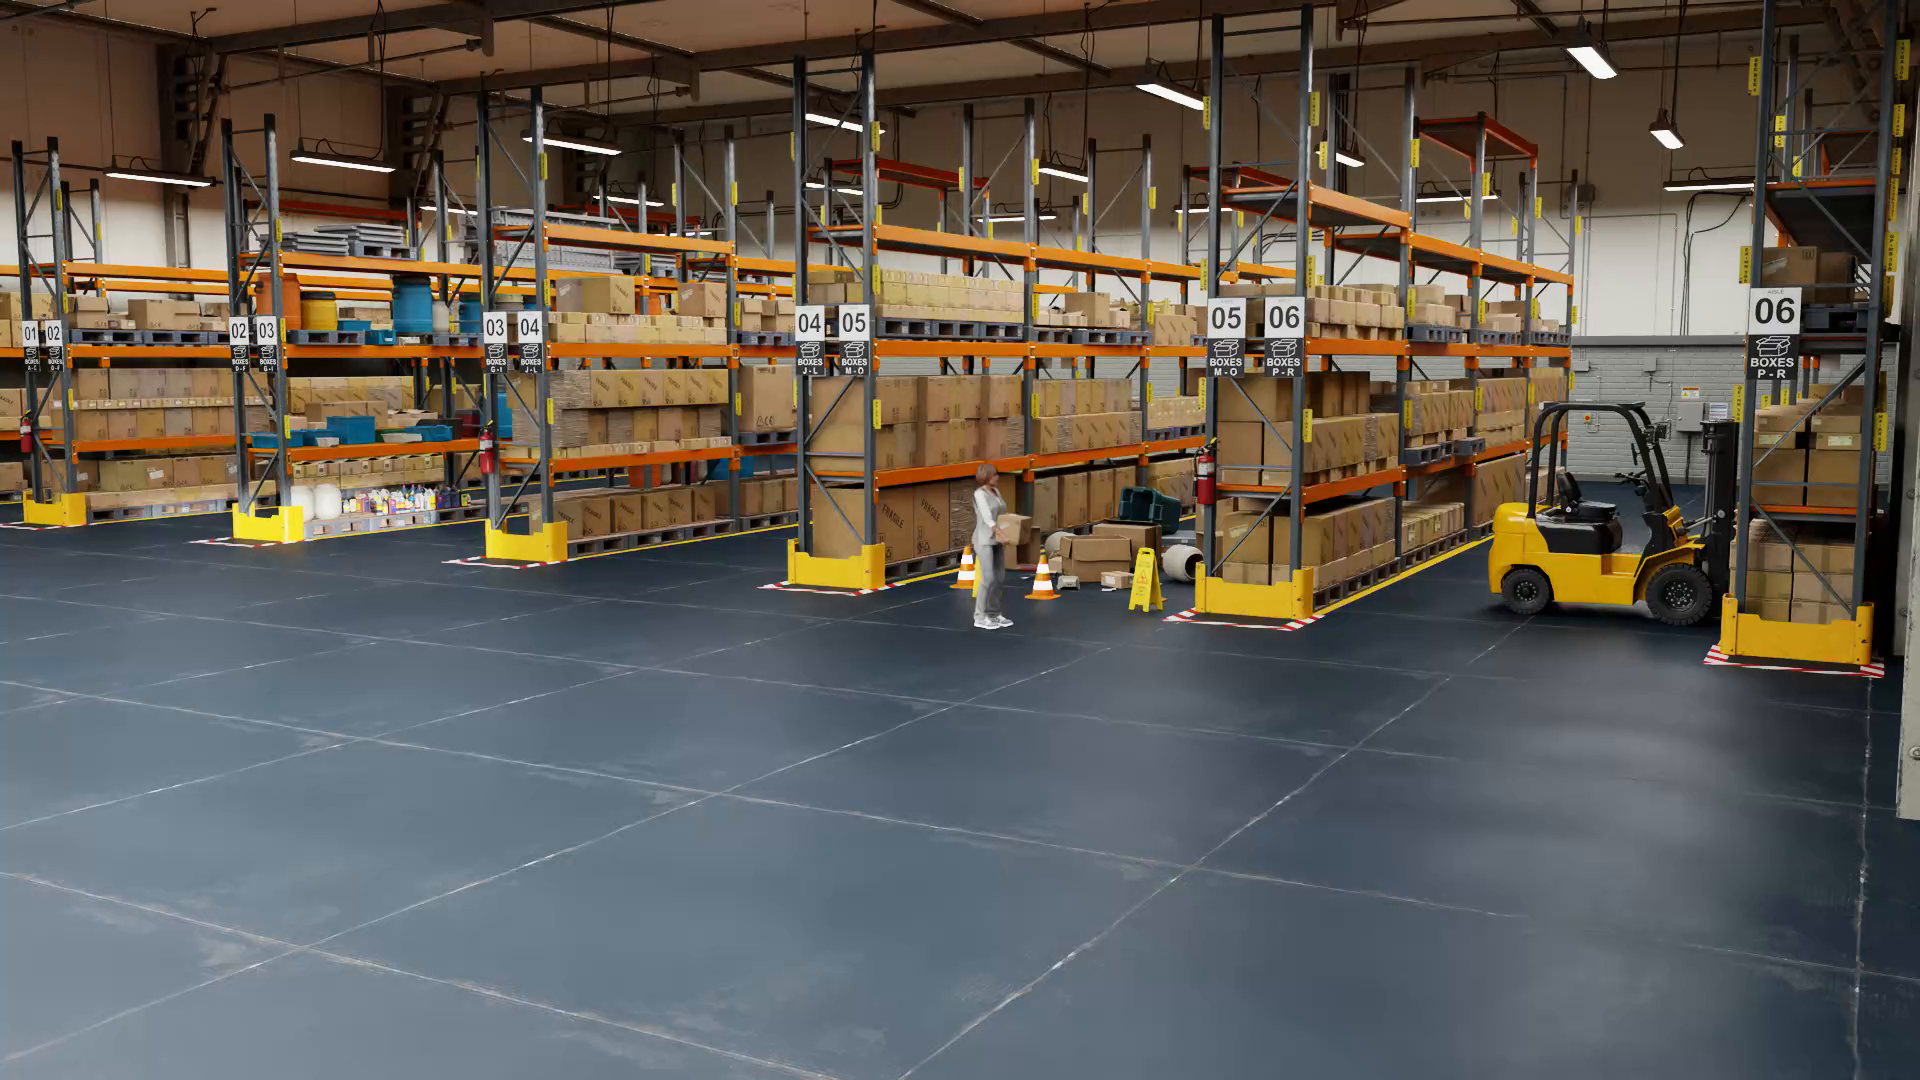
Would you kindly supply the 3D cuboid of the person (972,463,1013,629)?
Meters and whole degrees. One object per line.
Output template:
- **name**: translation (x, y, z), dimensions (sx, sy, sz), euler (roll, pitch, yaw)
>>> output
- **person**: translation (0.363, 0.057, 16.062), dimensions (0.490, 1.595, 0.405), euler (3, 7, 29)
